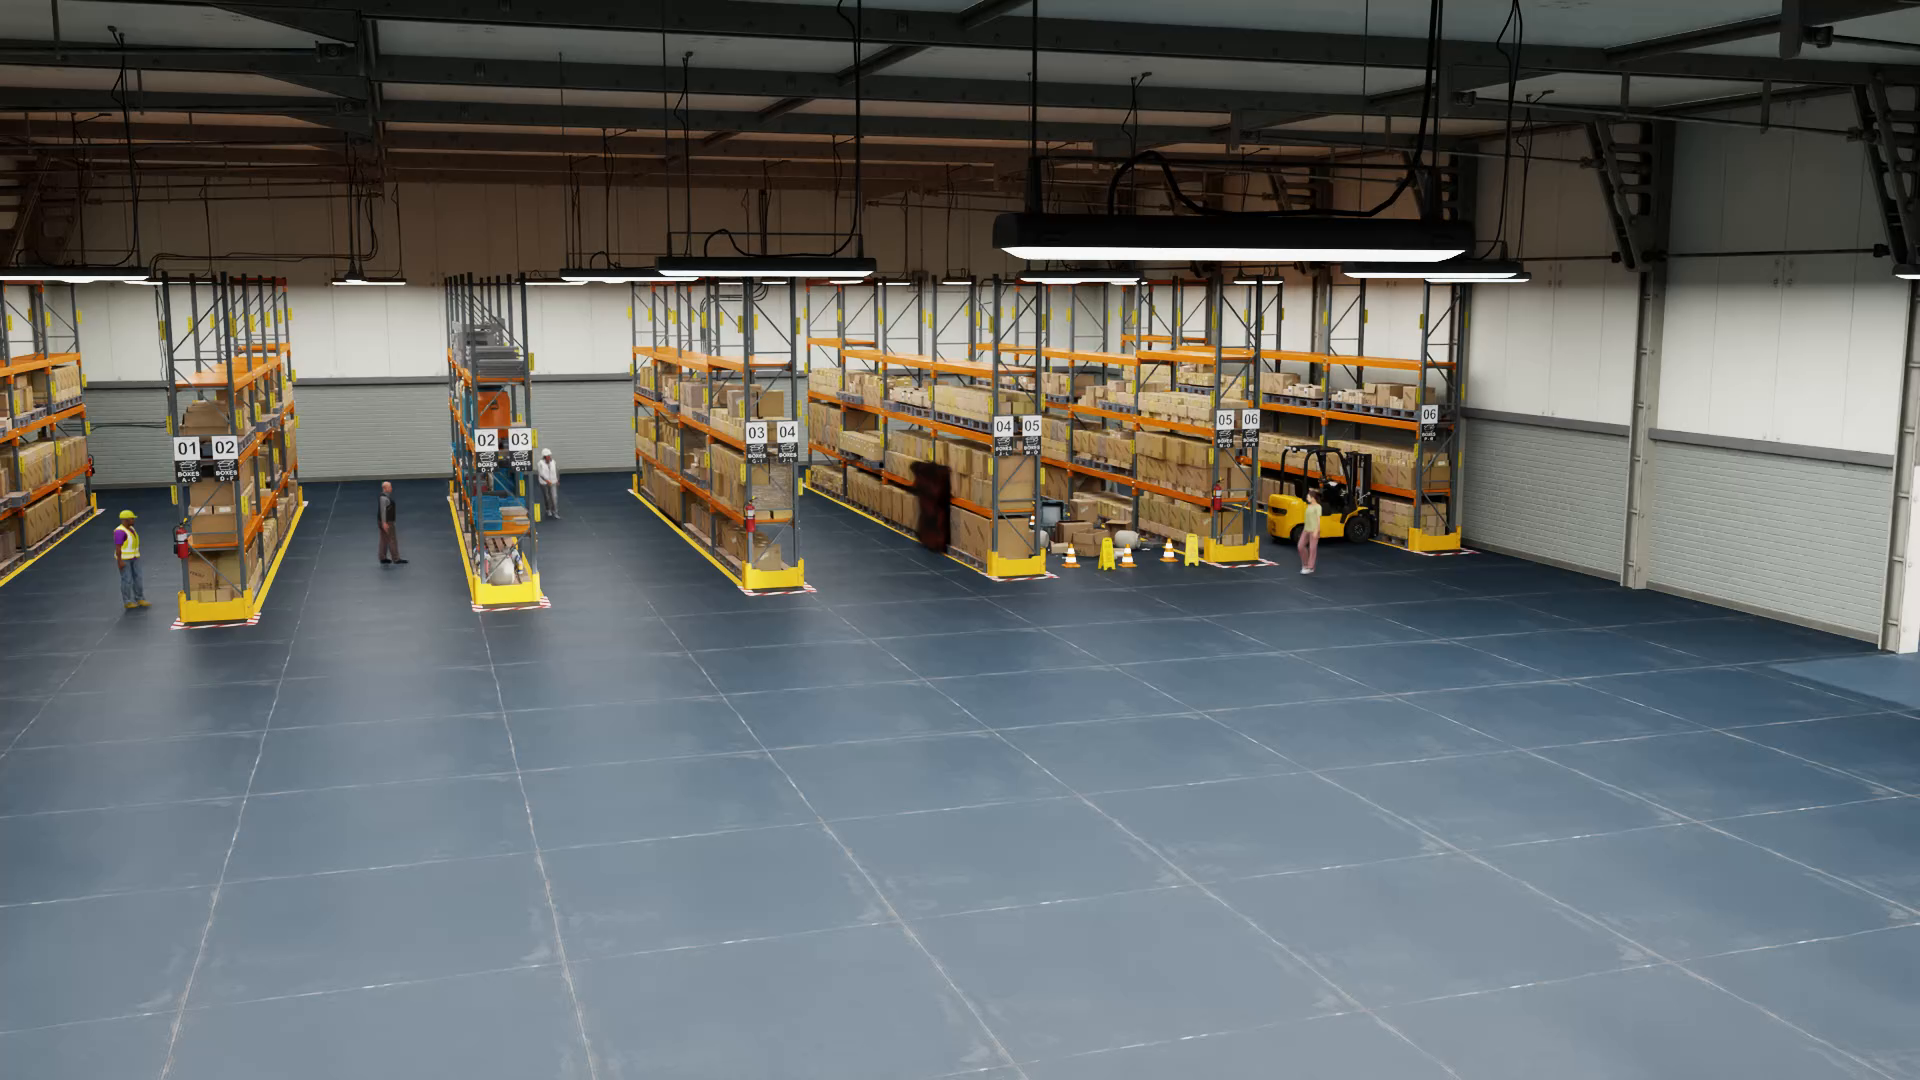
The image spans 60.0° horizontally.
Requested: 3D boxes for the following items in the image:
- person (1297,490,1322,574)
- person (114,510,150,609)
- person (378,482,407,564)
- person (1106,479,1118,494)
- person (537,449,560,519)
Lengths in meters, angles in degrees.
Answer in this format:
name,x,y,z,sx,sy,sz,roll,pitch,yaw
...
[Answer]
name,x,y,z,sx,sy,sz,roll,pitch,yaw
person,7.090,-0.155,33.655,0.454,1.700,0.482,-6,11,-37
person,-14.991,0.342,30.016,0.418,1.771,0.626,2,9,16
person,-11.924,-0.371,34.822,0.548,1.722,0.547,-5,10,-28
person,4.015,-1.898,45.148,0.611,1.662,0.499,-1,9,-7
person,-10.306,-1.426,41.737,0.567,1.750,0.837,-3,9,-20
